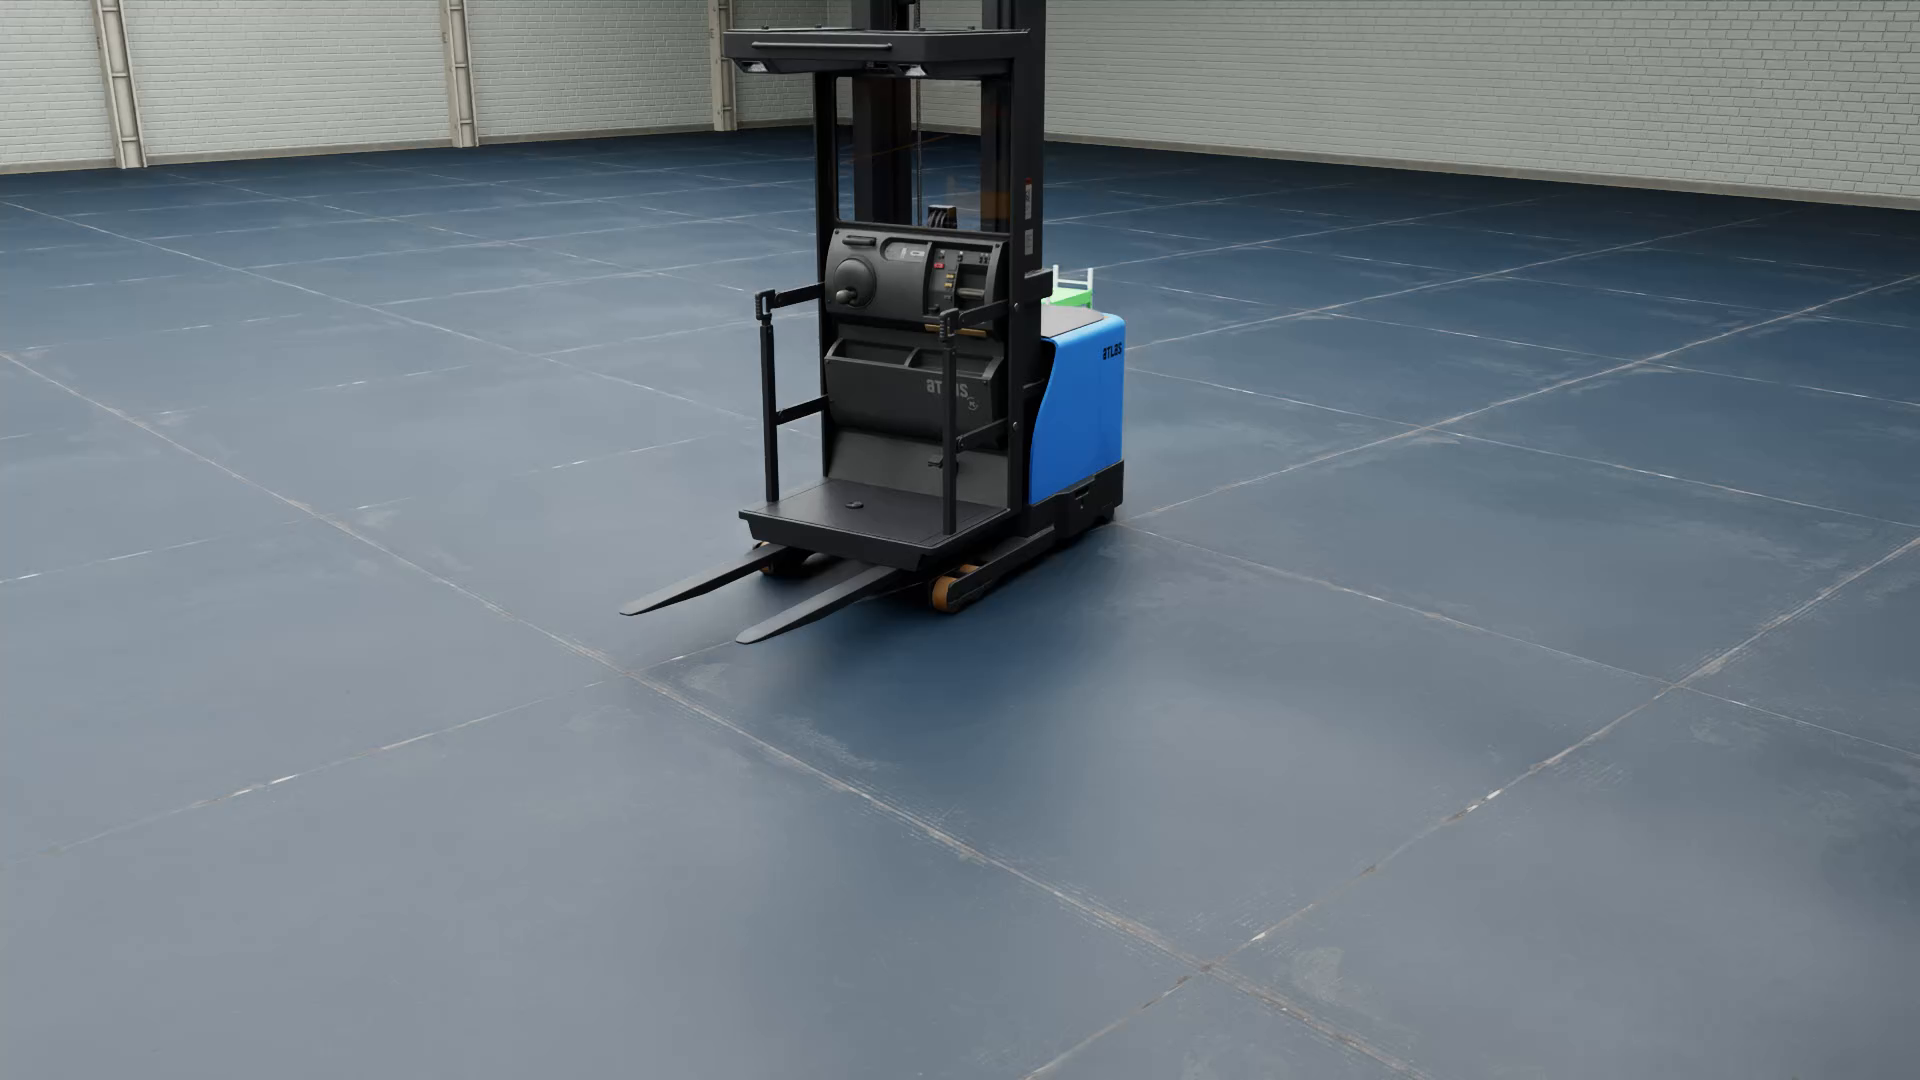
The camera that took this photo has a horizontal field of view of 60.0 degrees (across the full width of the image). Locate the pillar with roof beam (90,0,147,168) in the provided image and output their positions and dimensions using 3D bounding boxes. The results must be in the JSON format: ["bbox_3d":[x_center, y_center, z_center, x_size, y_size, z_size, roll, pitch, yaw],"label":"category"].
[{"bbox_3d":[-10.752,-9.489,23.162,0.400,9.000,9.100,-16,24,-41],"label":"pillar with roof beam"}]

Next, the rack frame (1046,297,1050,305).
[{"bbox_3d":[0.377,-0.828,9.094,0.240,1.200,0.015,11,21,30],"label":"rack frame"}]

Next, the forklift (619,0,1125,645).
[{"bbox_3d":[-0.330,-1.228,7.521,1.130,2.935,3.031,11,21,30],"label":"forklift"}]

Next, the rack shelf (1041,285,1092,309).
[{"bbox_3d":[0.505,-1.288,9.163,0.258,0.148,0.480,11,21,30],"label":"rack shelf"}]

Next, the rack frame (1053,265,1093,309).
[{"bbox_3d":[0.633,-0.956,9.489,0.240,1.200,0.015,11,21,30],"label":"rack frame"}]

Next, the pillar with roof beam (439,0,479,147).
[{"bbox_3d":[-6.393,-10.761,27.083,0.400,9.000,9.100,-16,24,-41],"label":"pillar with roof beam"}]

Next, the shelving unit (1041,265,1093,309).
[{"bbox_3d":[0.505,-0.892,9.292,0.258,1.200,0.503,11,21,30],"label":"shelving unit"}]

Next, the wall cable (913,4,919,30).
[{"bbox_3d":[-1.942,-11.848,35.471,0.112,2.526,3.097,-16,24,-41],"label":"wall cable"}]

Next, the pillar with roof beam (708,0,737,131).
[{"bbox_3d":[-2.033,-12.032,31.005,0.400,9.000,9.100,-16,24,-41],"label":"pillar with roof beam"}]
